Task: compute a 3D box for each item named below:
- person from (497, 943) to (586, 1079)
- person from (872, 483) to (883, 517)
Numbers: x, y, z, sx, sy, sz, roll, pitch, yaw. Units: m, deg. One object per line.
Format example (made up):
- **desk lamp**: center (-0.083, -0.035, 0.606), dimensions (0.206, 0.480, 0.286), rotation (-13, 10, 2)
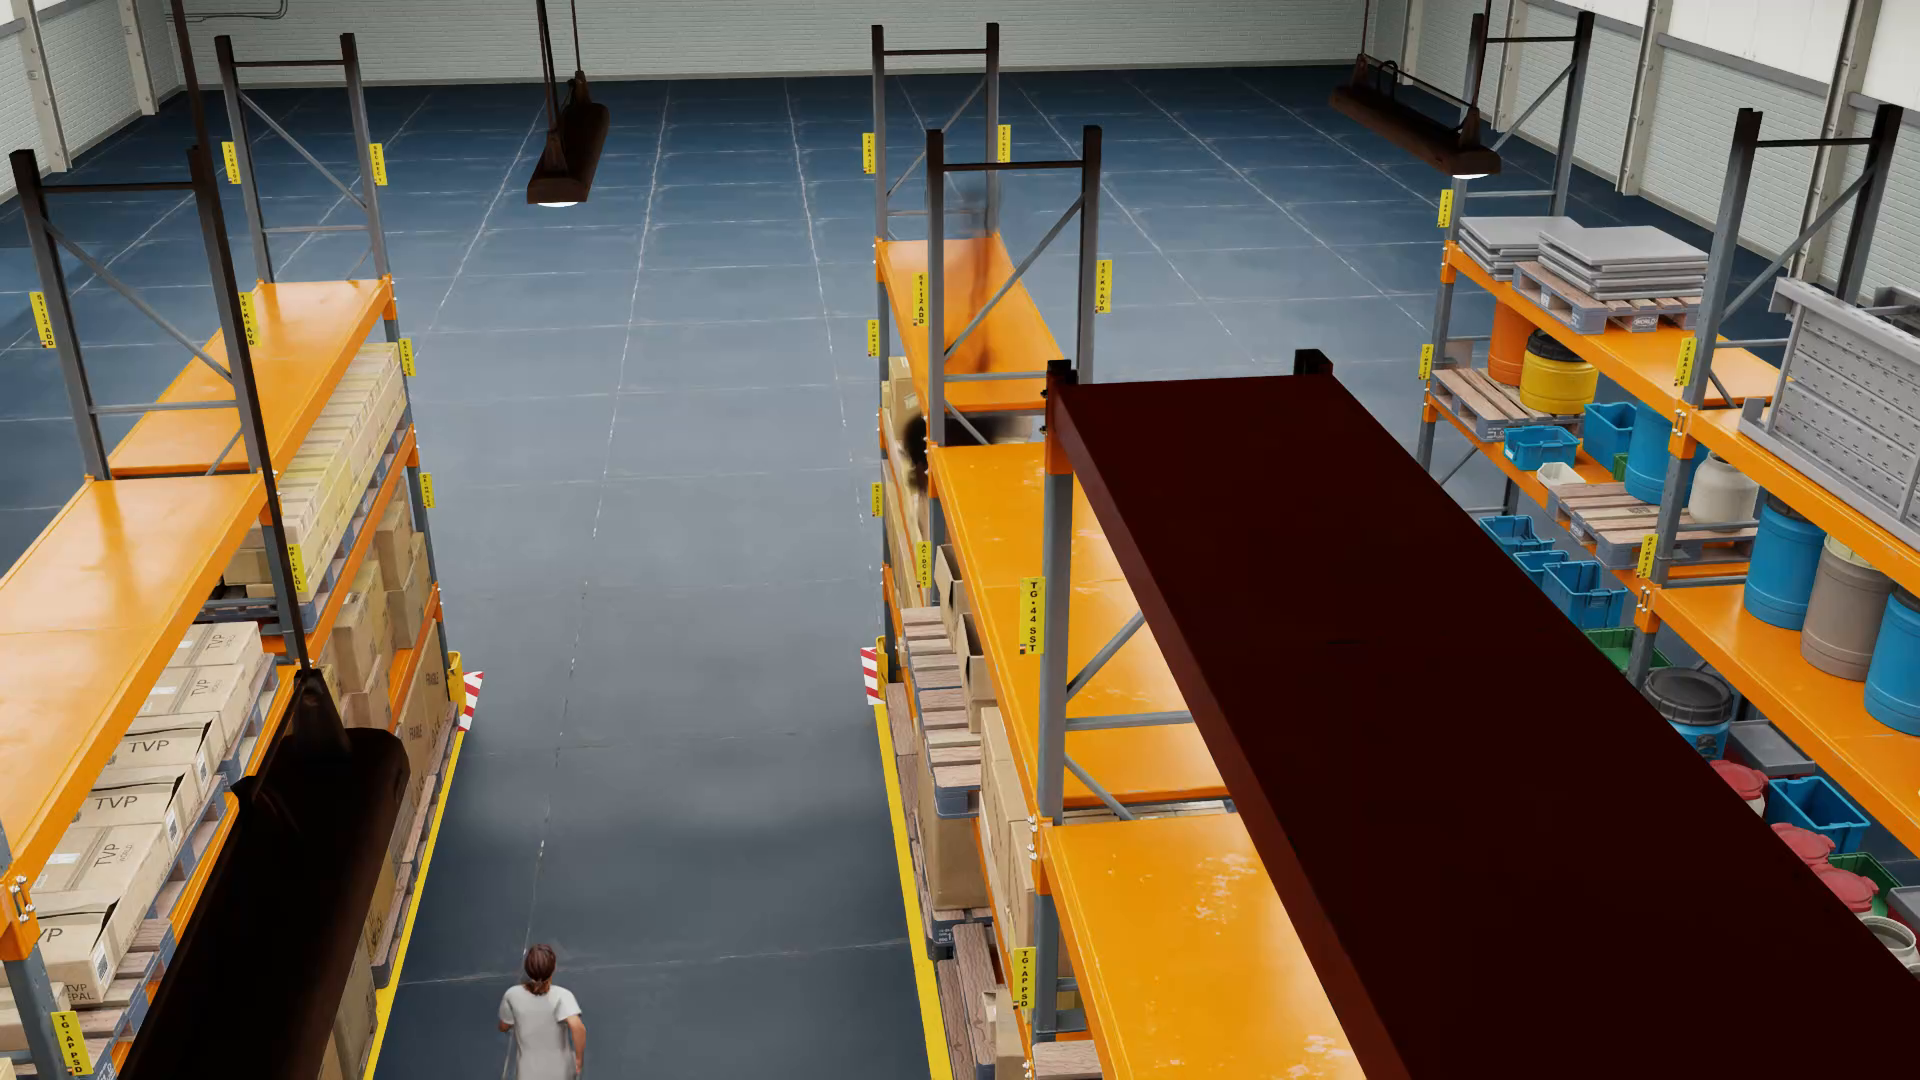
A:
- **person**: center (-2.449, 3.219, 9.860), dimensions (0.562, 1.654, 0.916), rotation (-3, 26, -6)
- **person**: center (0.578, 0.575, 14.900), dimensions (2.010, 2.106, 1.930), rotation (-15, 29, -28)
